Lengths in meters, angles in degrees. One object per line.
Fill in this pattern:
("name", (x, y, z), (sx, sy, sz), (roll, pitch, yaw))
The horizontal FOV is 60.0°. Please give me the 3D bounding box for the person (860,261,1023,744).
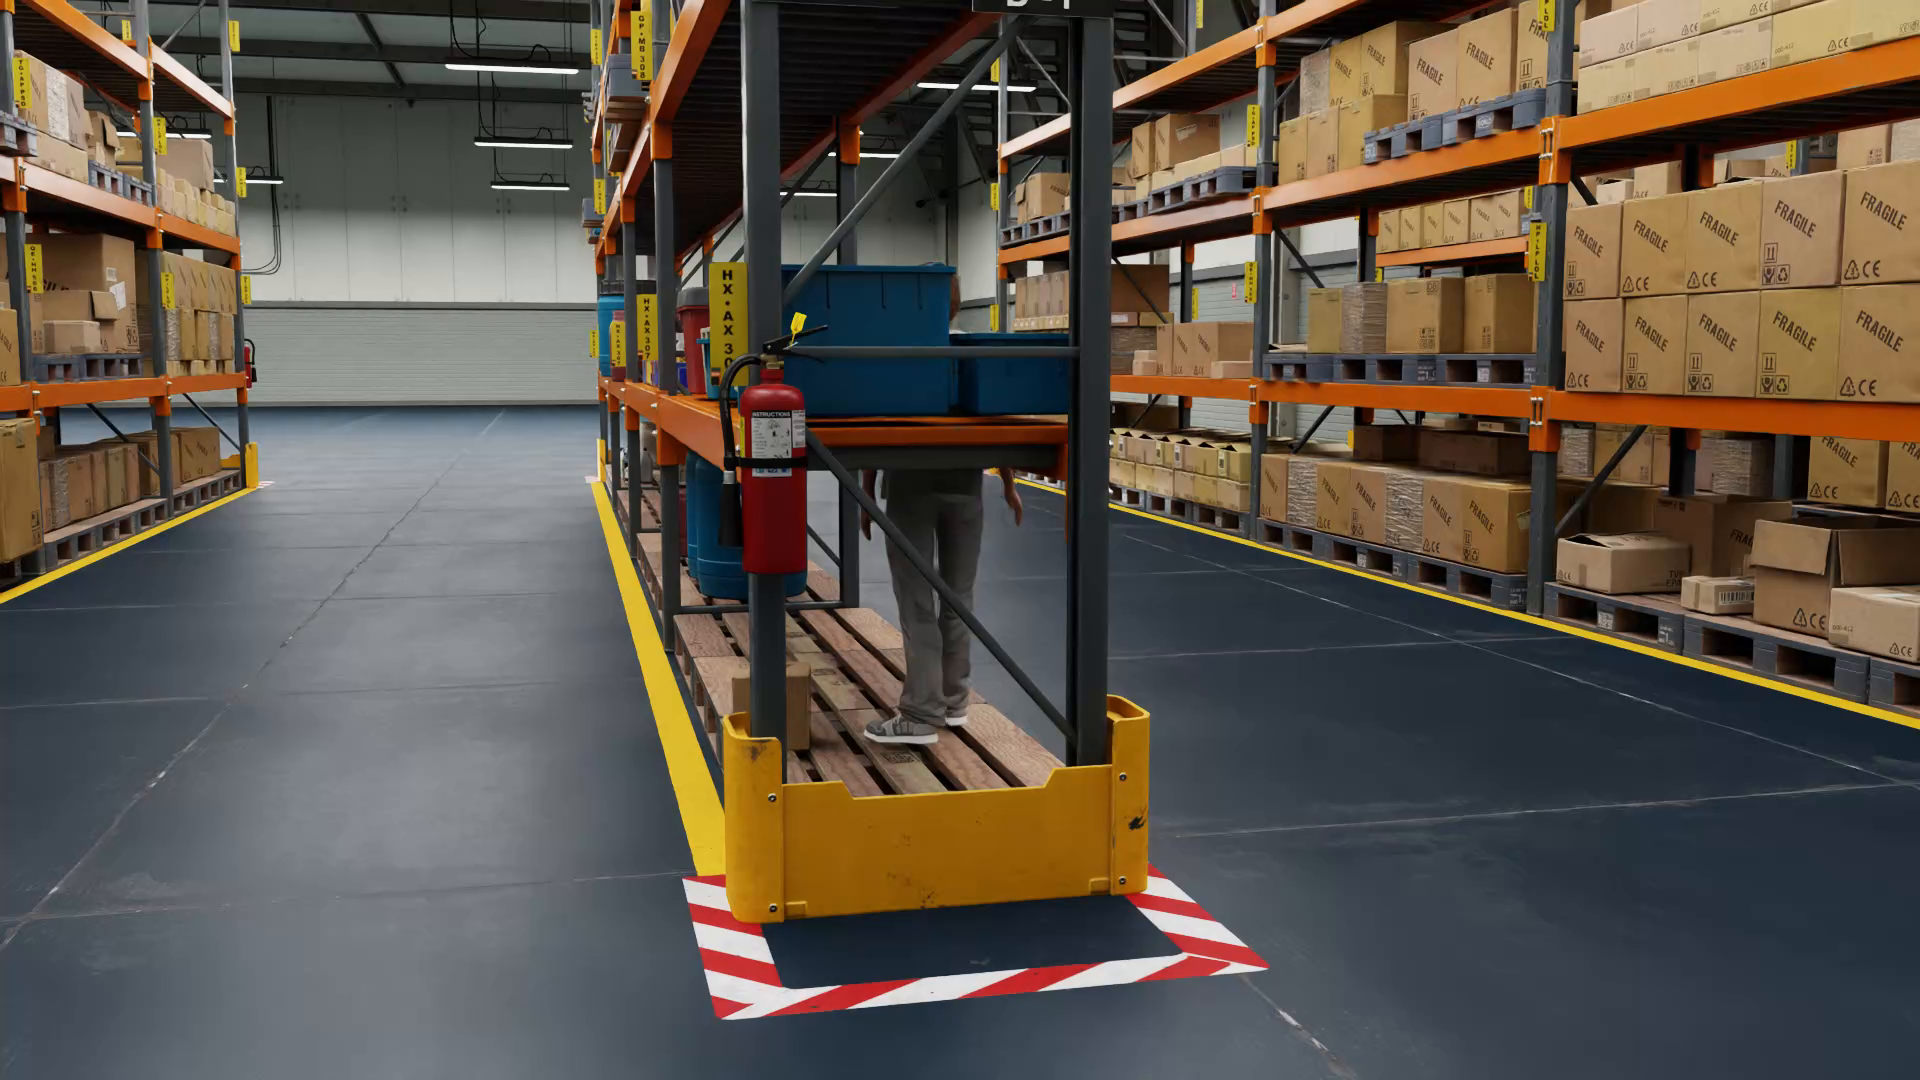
("person", (-0.065, -0.139, 5.607), (0.588, 1.582, 0.574), (-2, 7, -16))
